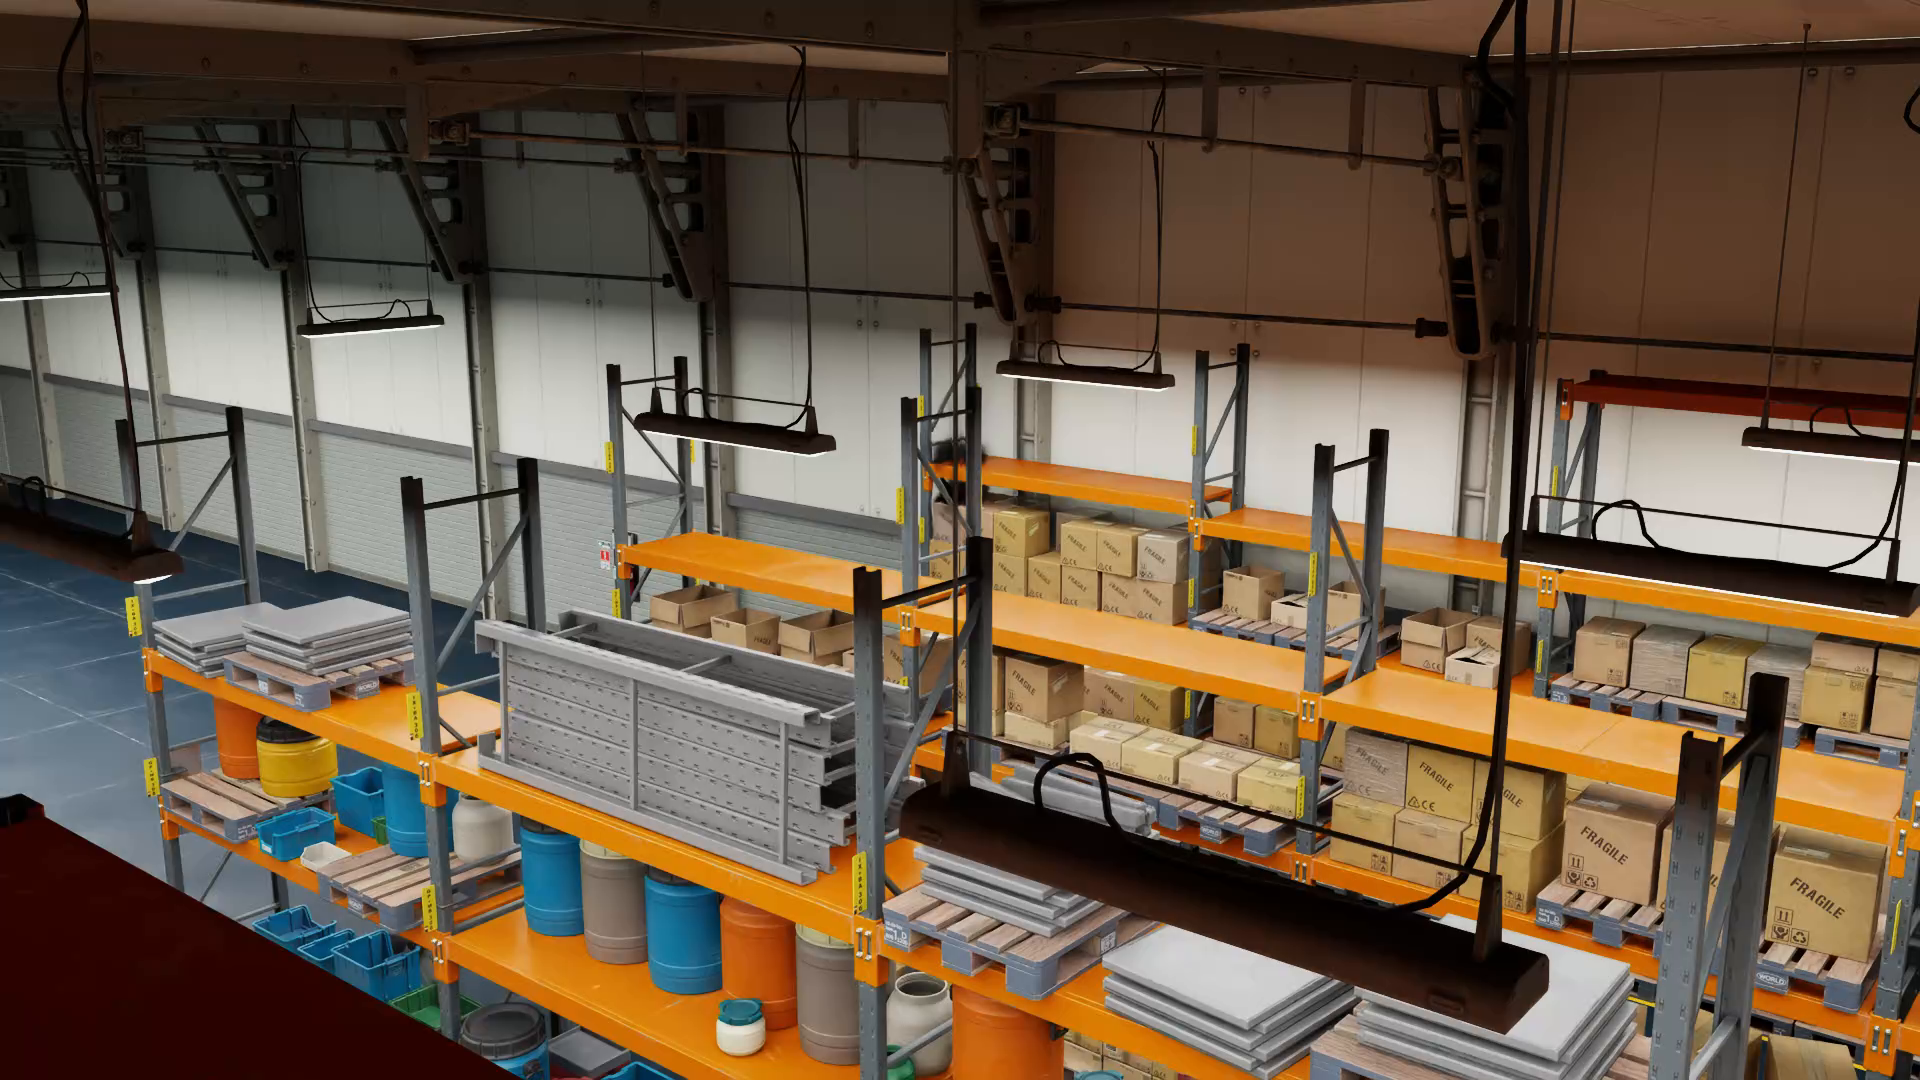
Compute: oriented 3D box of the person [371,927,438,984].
[{"bbox_3d":[-5.341,3.772,15.872,0.737,1.678,0.640,7,14,28],"label":"person"}]
